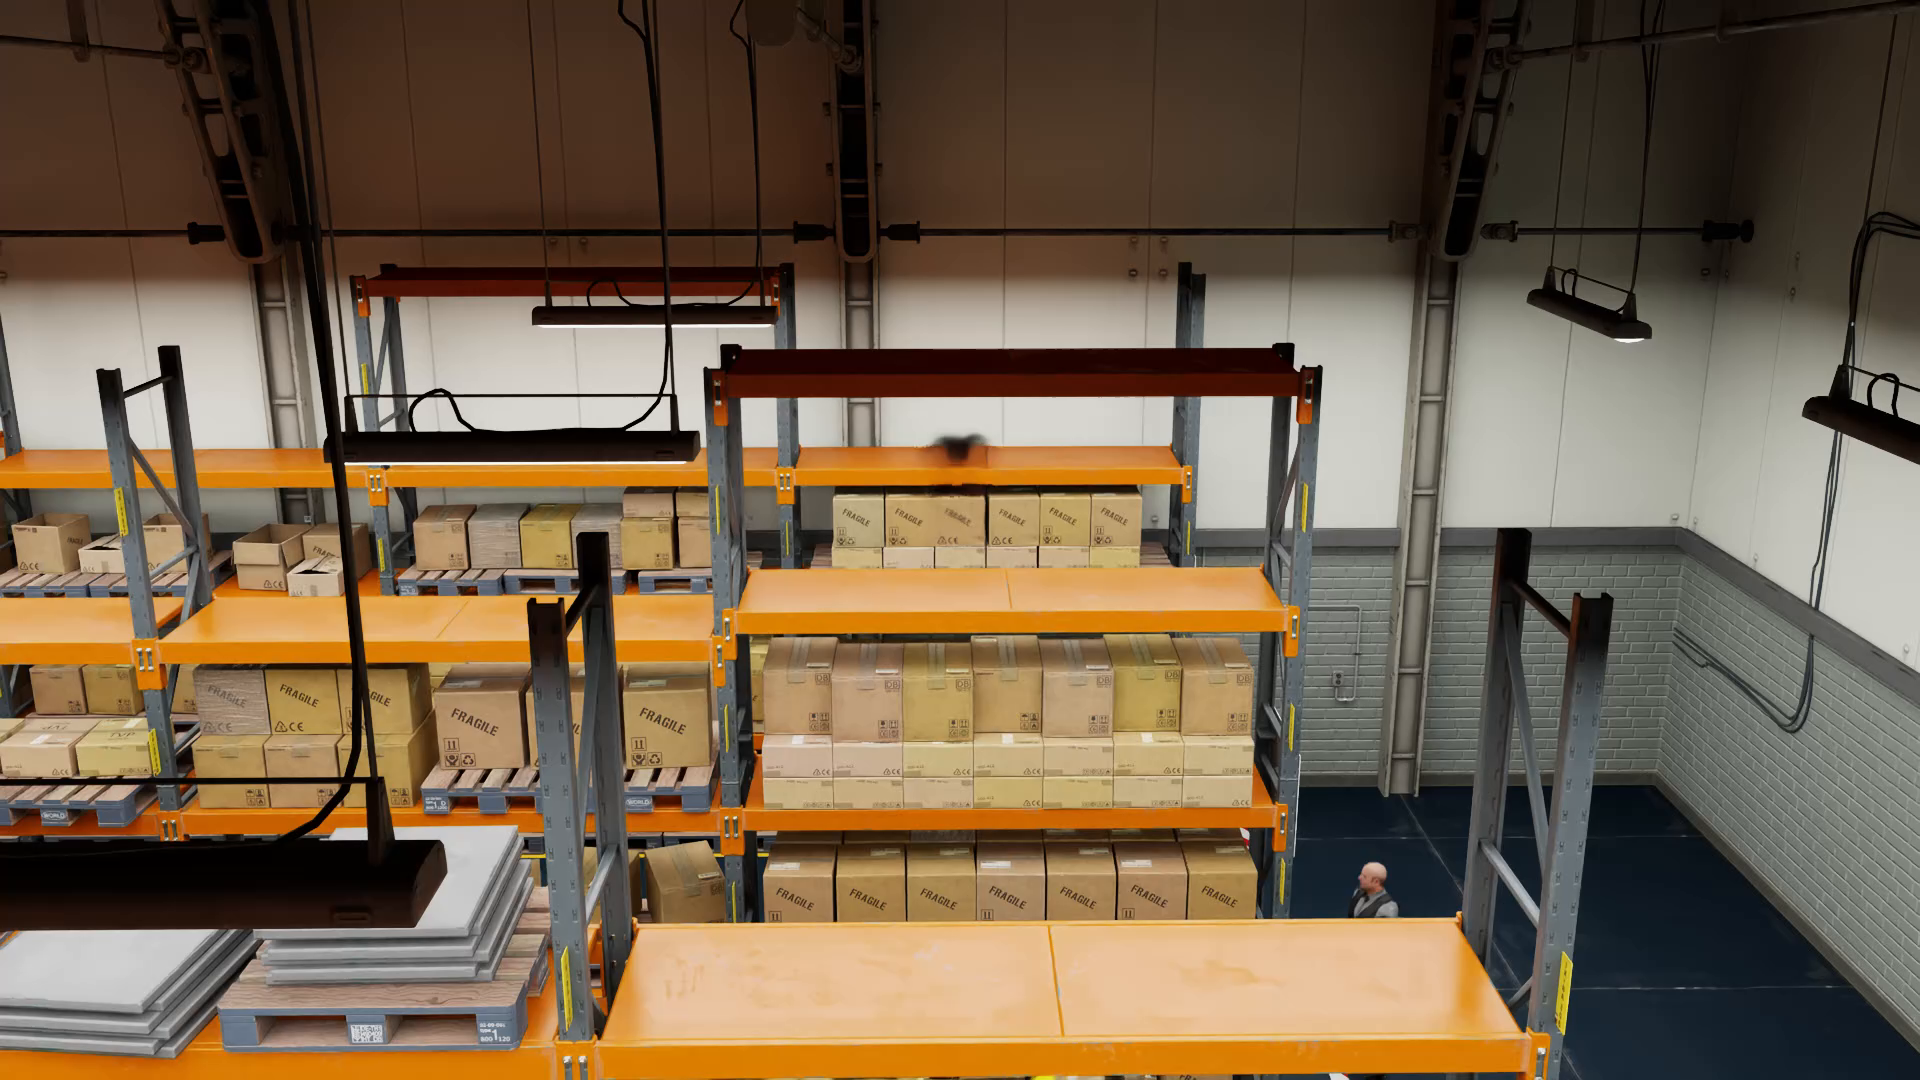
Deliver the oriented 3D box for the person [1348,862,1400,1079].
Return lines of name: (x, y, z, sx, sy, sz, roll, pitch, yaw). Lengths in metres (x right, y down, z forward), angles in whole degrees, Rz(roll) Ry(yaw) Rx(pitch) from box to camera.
person: (3.344, 3.479, 13.570, 0.390, 1.741, 0.674, -6, 17, -19)

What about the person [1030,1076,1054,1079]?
person: (0.495, 4.232, 10.879, 0.600, 1.762, 0.501, -15, 22, -41)
